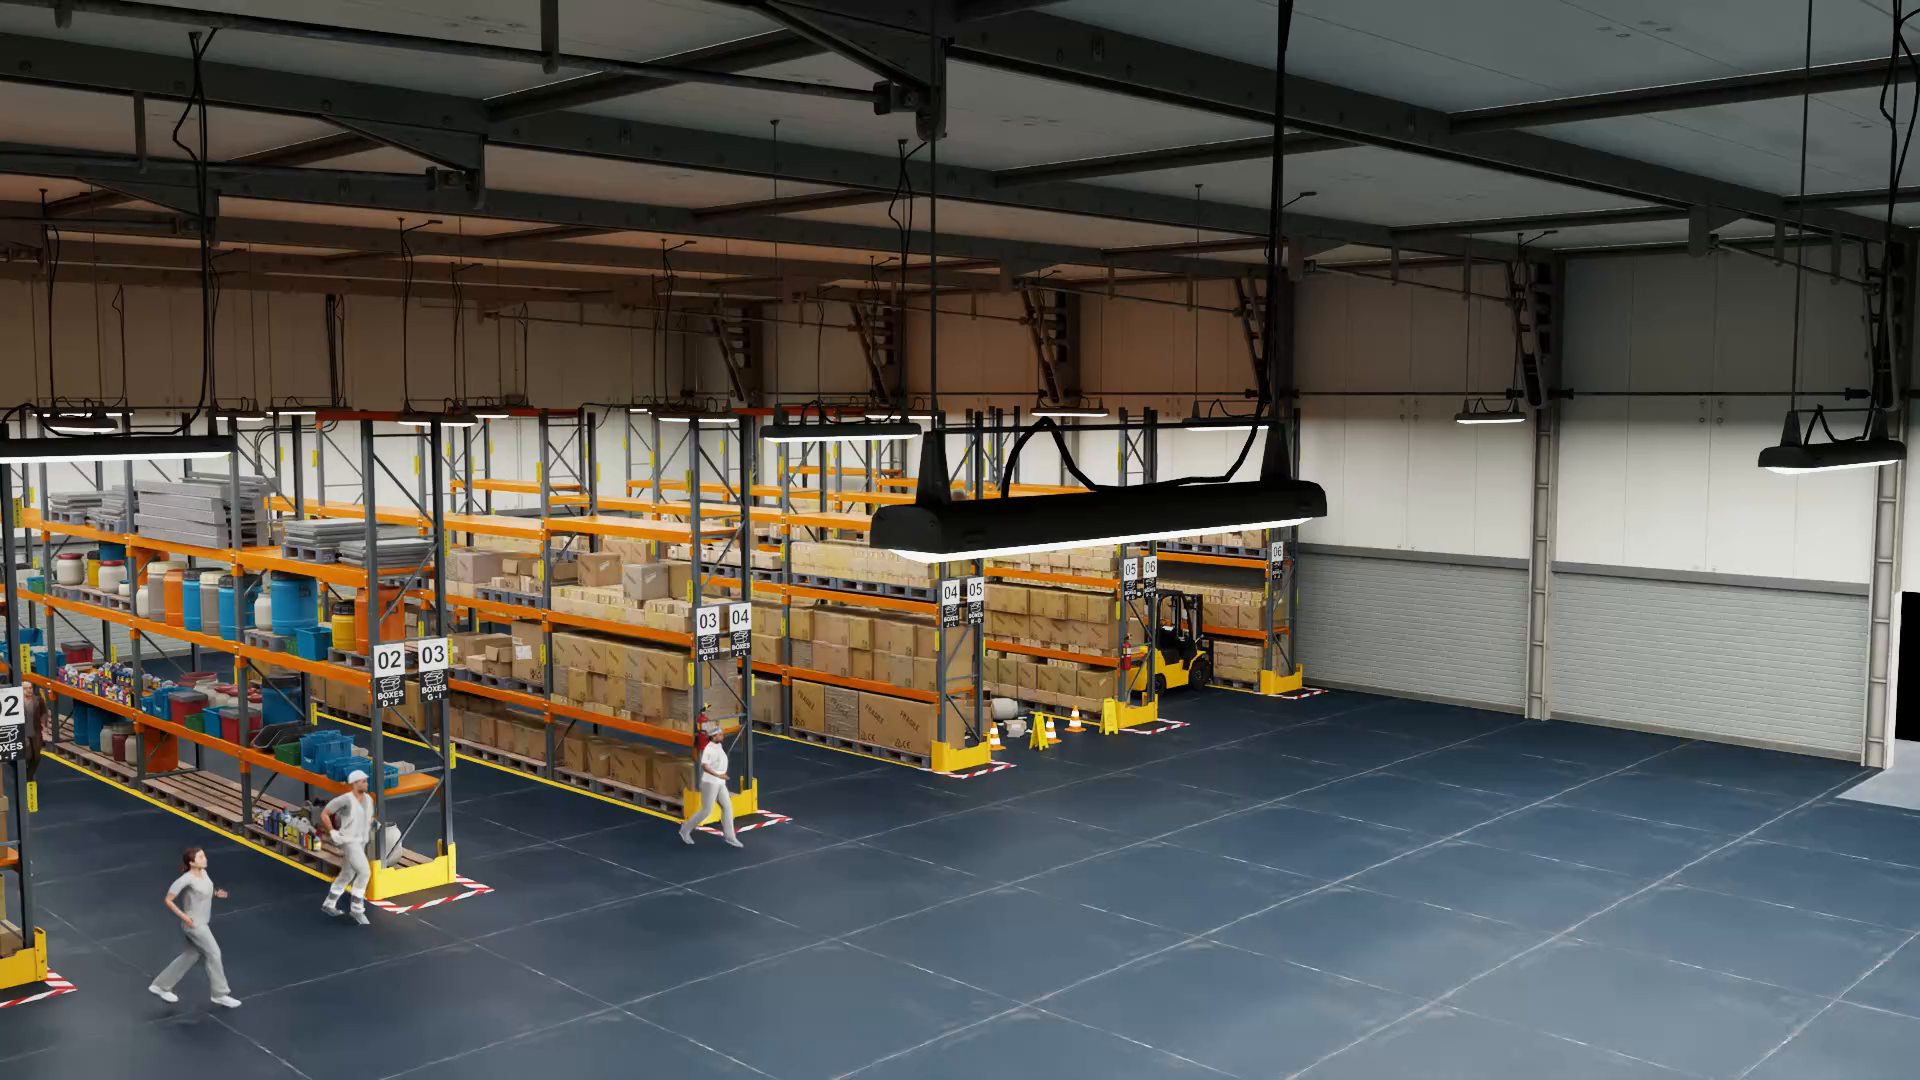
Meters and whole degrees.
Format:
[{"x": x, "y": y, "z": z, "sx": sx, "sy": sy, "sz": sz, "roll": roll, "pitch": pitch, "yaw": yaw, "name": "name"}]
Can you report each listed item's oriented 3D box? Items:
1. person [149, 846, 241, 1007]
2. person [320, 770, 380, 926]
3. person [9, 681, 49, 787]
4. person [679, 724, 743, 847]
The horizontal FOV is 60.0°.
[{"x": -7.893, "y": 3.978, "z": 17.124, "sx": 0.894, "sy": 1.693, "sz": 0.552, "roll": -1, "pitch": 5, "yaw": -9, "name": "person"}, {"x": -7.317, "y": 3.680, "z": 20.062, "sx": 0.724, "sy": 1.810, "sz": 0.648, "roll": 1, "pitch": 5, "yaw": 13, "name": "person"}, {"x": -14.941, "y": 3.216, "z": 26.640, "sx": 0.669, "sy": 1.528, "sz": 0.696, "roll": 4, "pitch": 6, "yaw": 37, "name": "person"}, {"x": -3.434, "y": 3.428, "z": 23.309, "sx": 0.918, "sy": 1.681, "sz": 0.663, "roll": 1, "pitch": 5, "yaw": 14, "name": "person"}]
